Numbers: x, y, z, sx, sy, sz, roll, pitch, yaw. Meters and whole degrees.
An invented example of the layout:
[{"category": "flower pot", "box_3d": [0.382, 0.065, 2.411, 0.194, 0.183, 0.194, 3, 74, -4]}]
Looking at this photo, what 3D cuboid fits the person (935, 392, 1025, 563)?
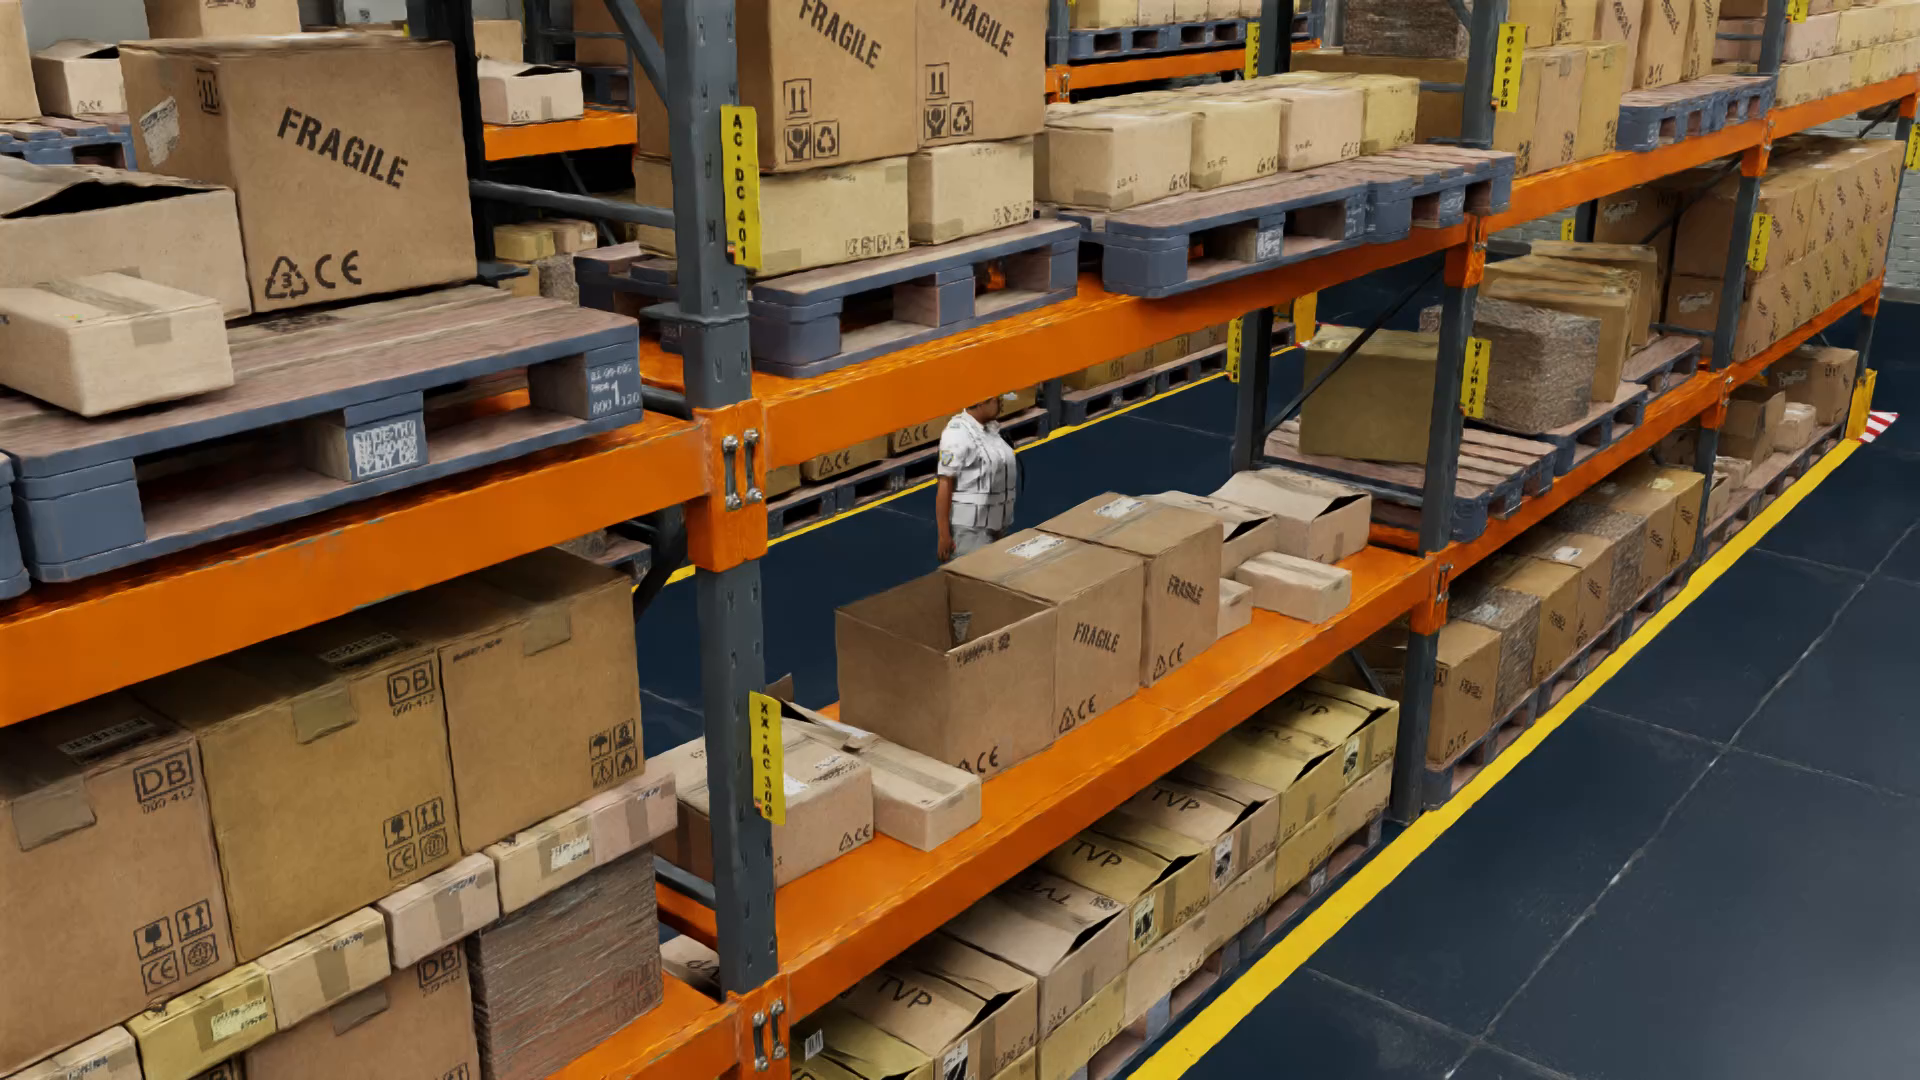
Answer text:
[{"category": "person", "box_3d": [0.073, -0.046, 8.688, 0.452, 1.665, 0.609, 12, 24, 30]}]
